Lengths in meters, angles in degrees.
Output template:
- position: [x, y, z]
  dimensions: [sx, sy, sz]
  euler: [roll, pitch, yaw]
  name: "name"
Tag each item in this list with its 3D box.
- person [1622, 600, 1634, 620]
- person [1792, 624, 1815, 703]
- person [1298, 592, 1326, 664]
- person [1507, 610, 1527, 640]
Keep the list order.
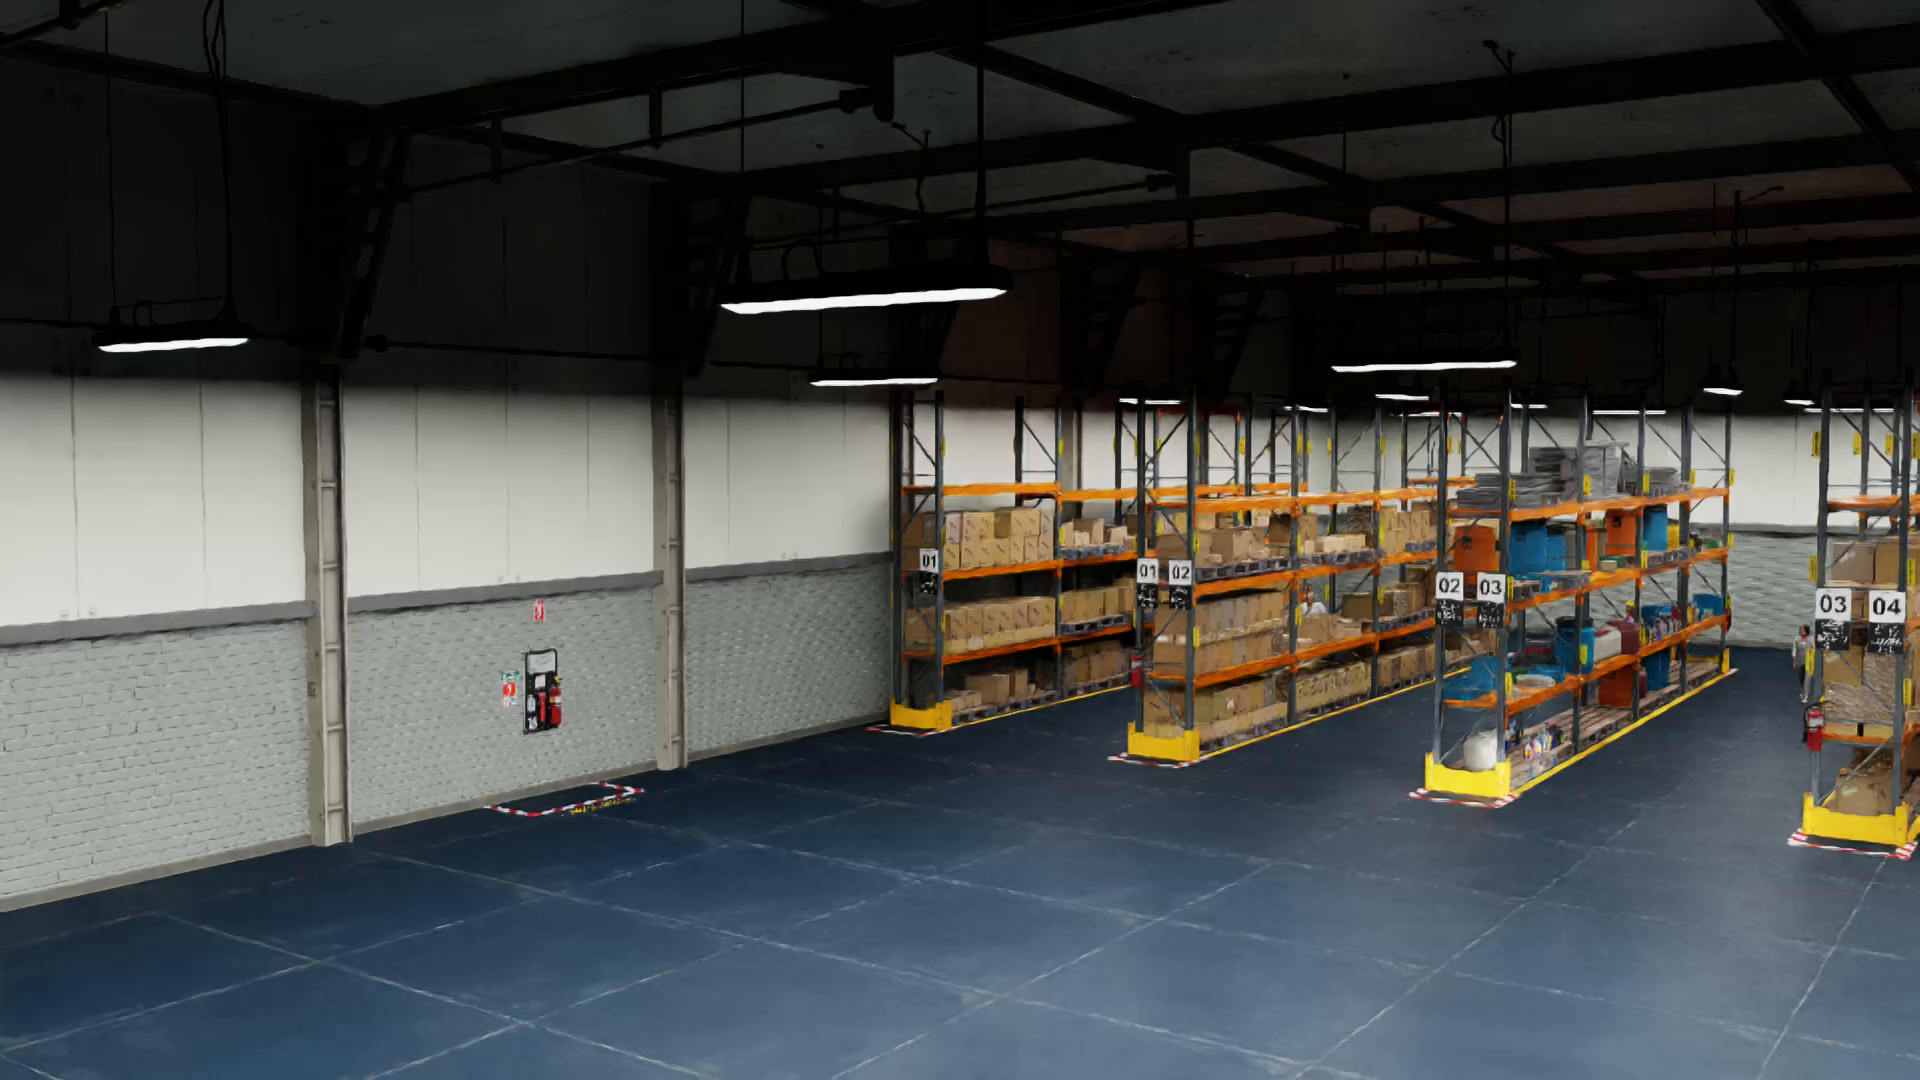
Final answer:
- position: [14.228, 2.139, 35.100]
  dimensions: [0.503, 1.760, 0.623]
  euler: [-1, 4, -24]
  name: "person"
- position: [16.555, 2.393, 32.635]
  dimensions: [0.417, 1.517, 1.036]
  euler: [2, 4, 37]
  name: "person"
- position: [7.967, 2.022, 37.662]
  dimensions: [0.729, 1.733, 0.546]
  euler: [2, 4, 33]
  name: "person"
- position: [14.274, 1.777, 42.853]
  dimensions: [0.632, 1.616, 0.773]
  euler: [1, 3, 15]
  name: "person"
